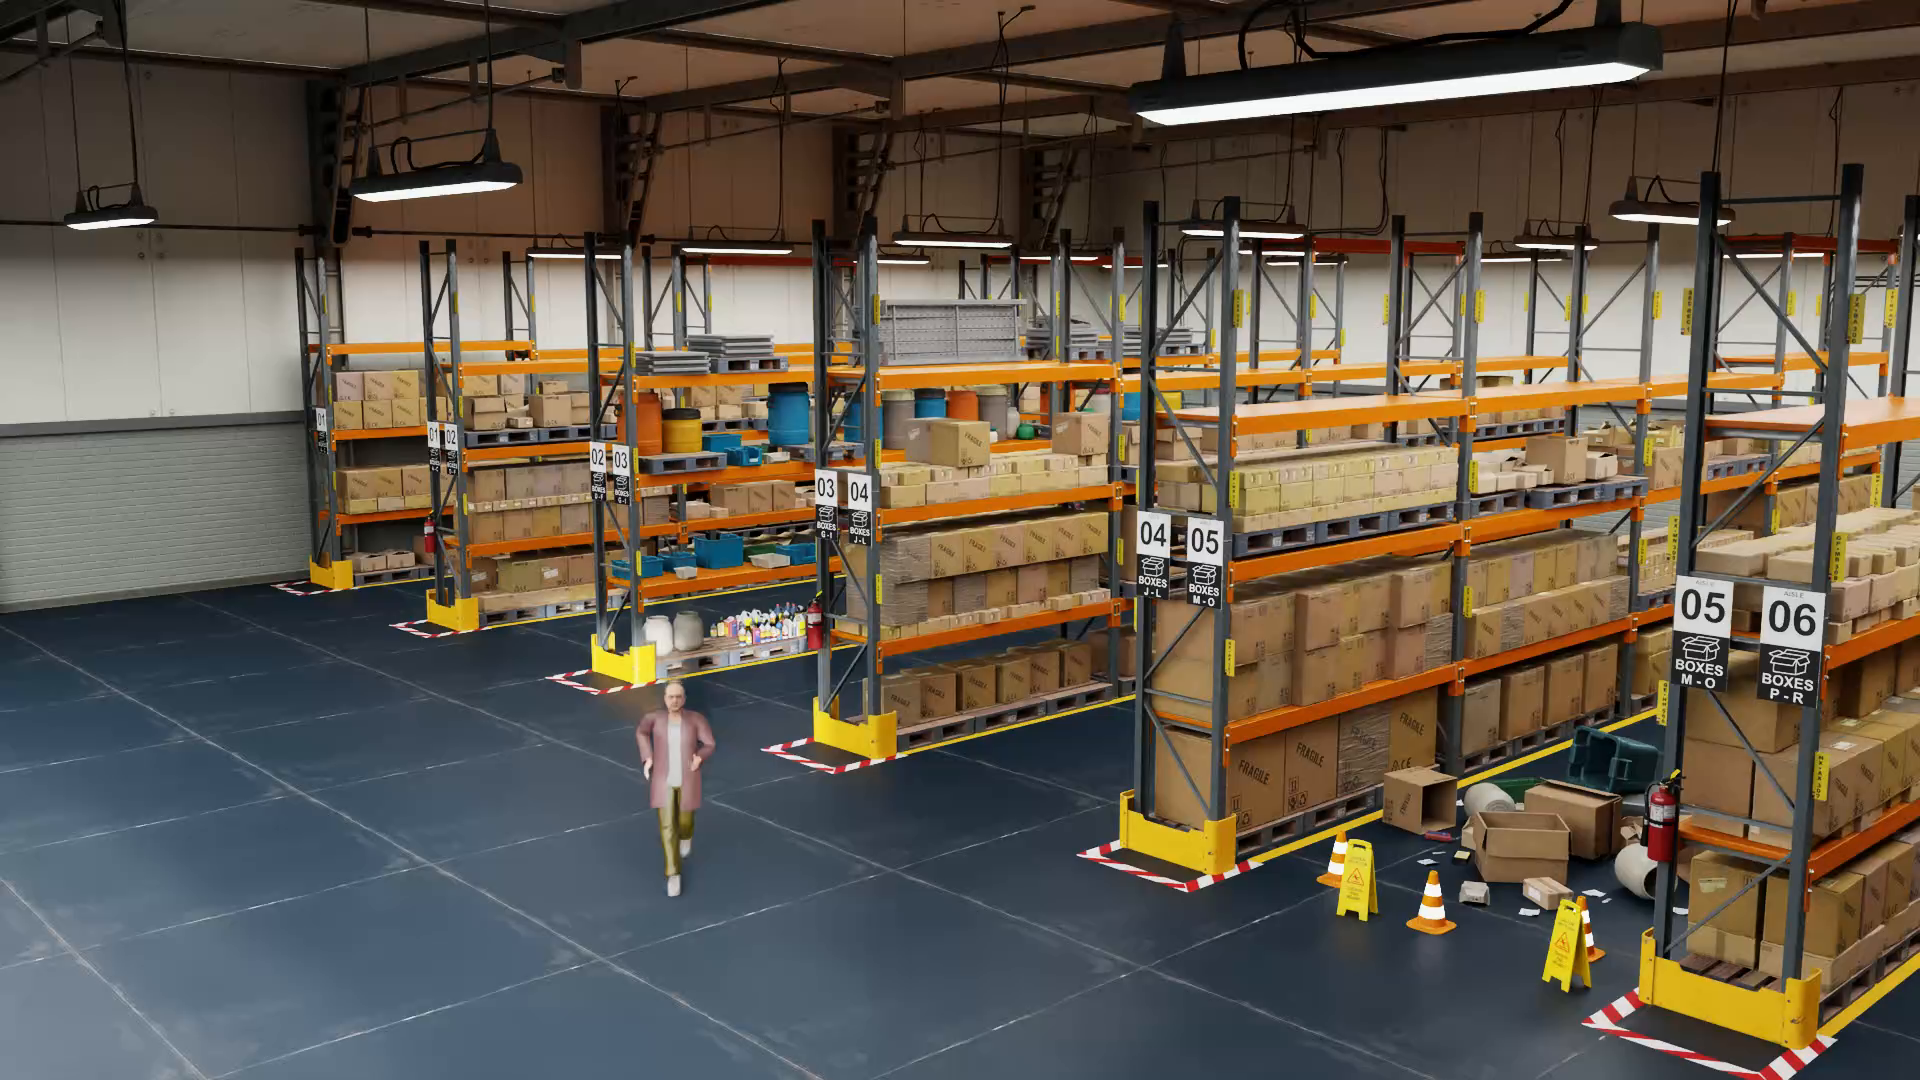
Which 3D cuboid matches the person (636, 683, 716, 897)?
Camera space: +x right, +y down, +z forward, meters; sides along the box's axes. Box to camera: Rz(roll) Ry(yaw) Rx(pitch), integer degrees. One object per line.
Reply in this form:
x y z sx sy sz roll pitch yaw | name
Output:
-2.517 2.142 14.747 0.710 1.786 1.025 -1 8 -7 | person
